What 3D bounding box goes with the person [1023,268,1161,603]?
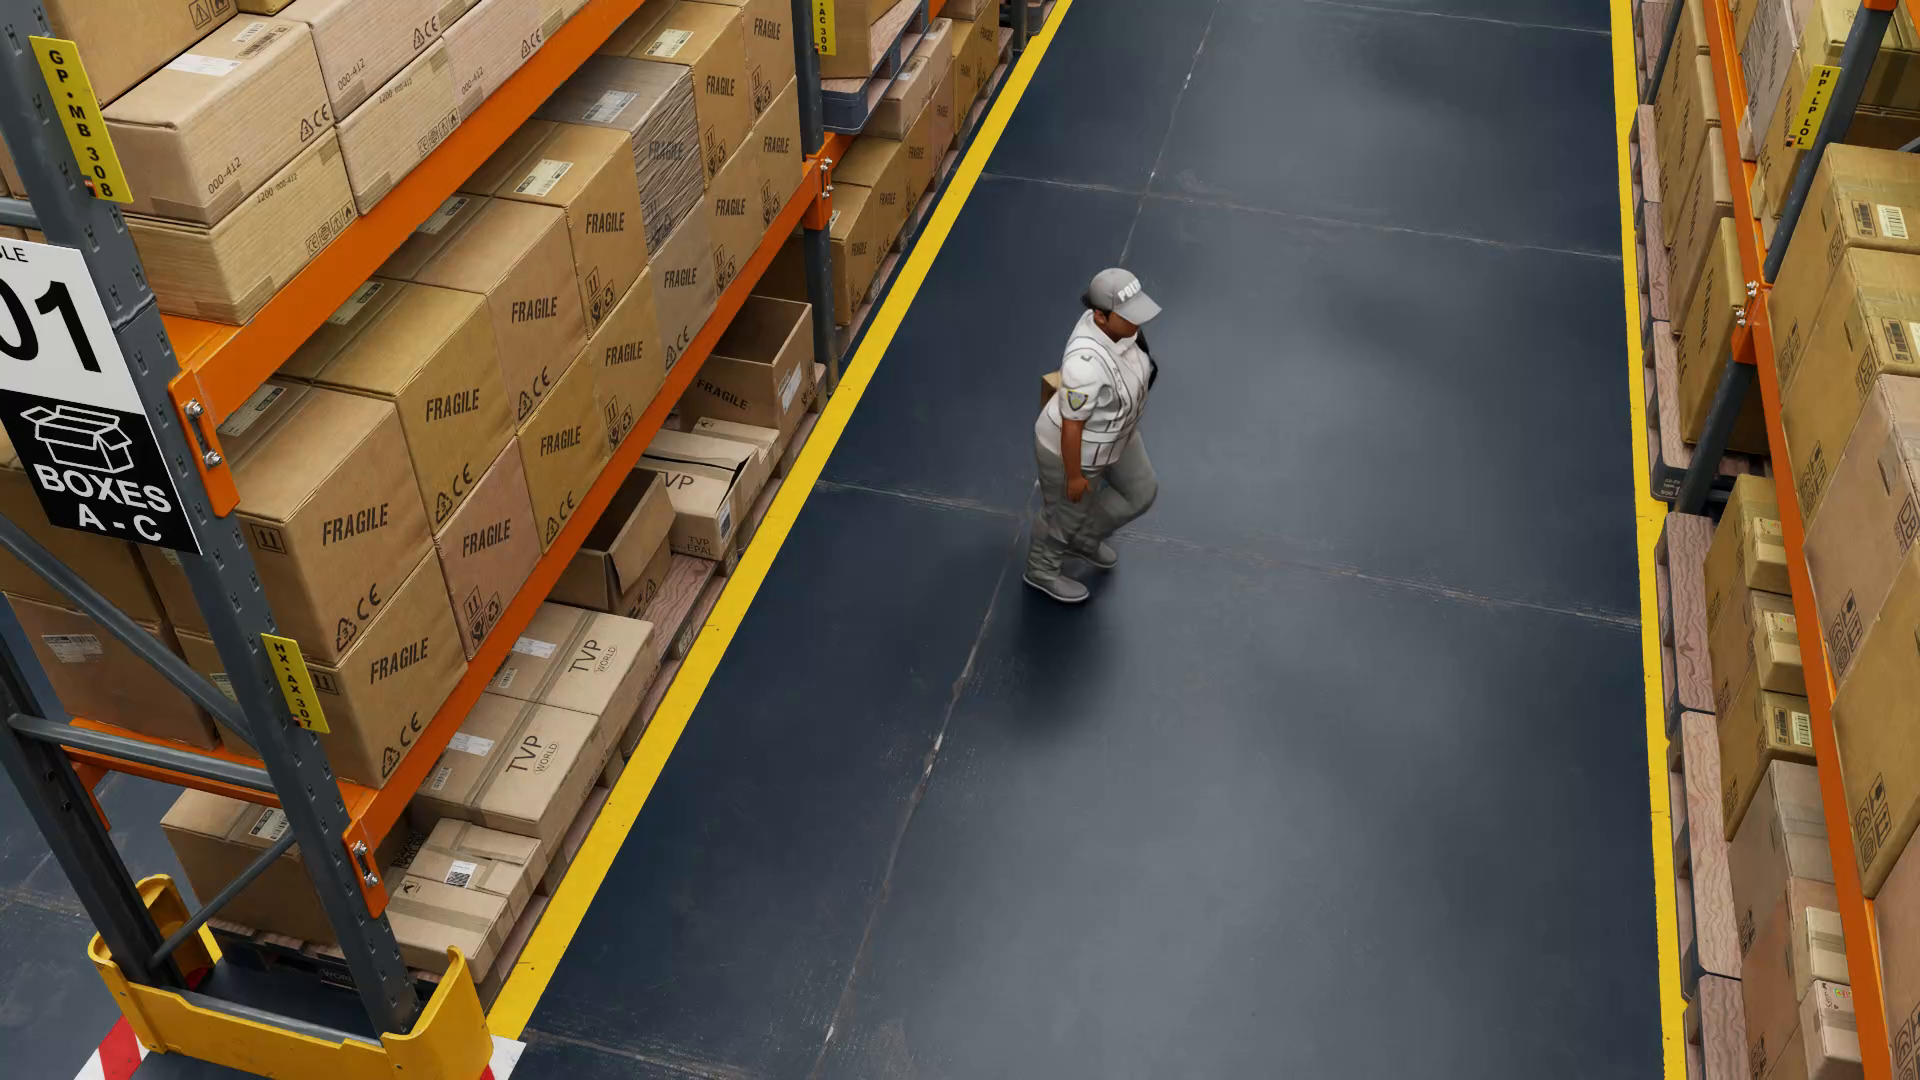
[{"bbox_3d":[0.515,-0.390,6.581,0.511,1.647,0.527,19,45,21],"label":"person"}]
